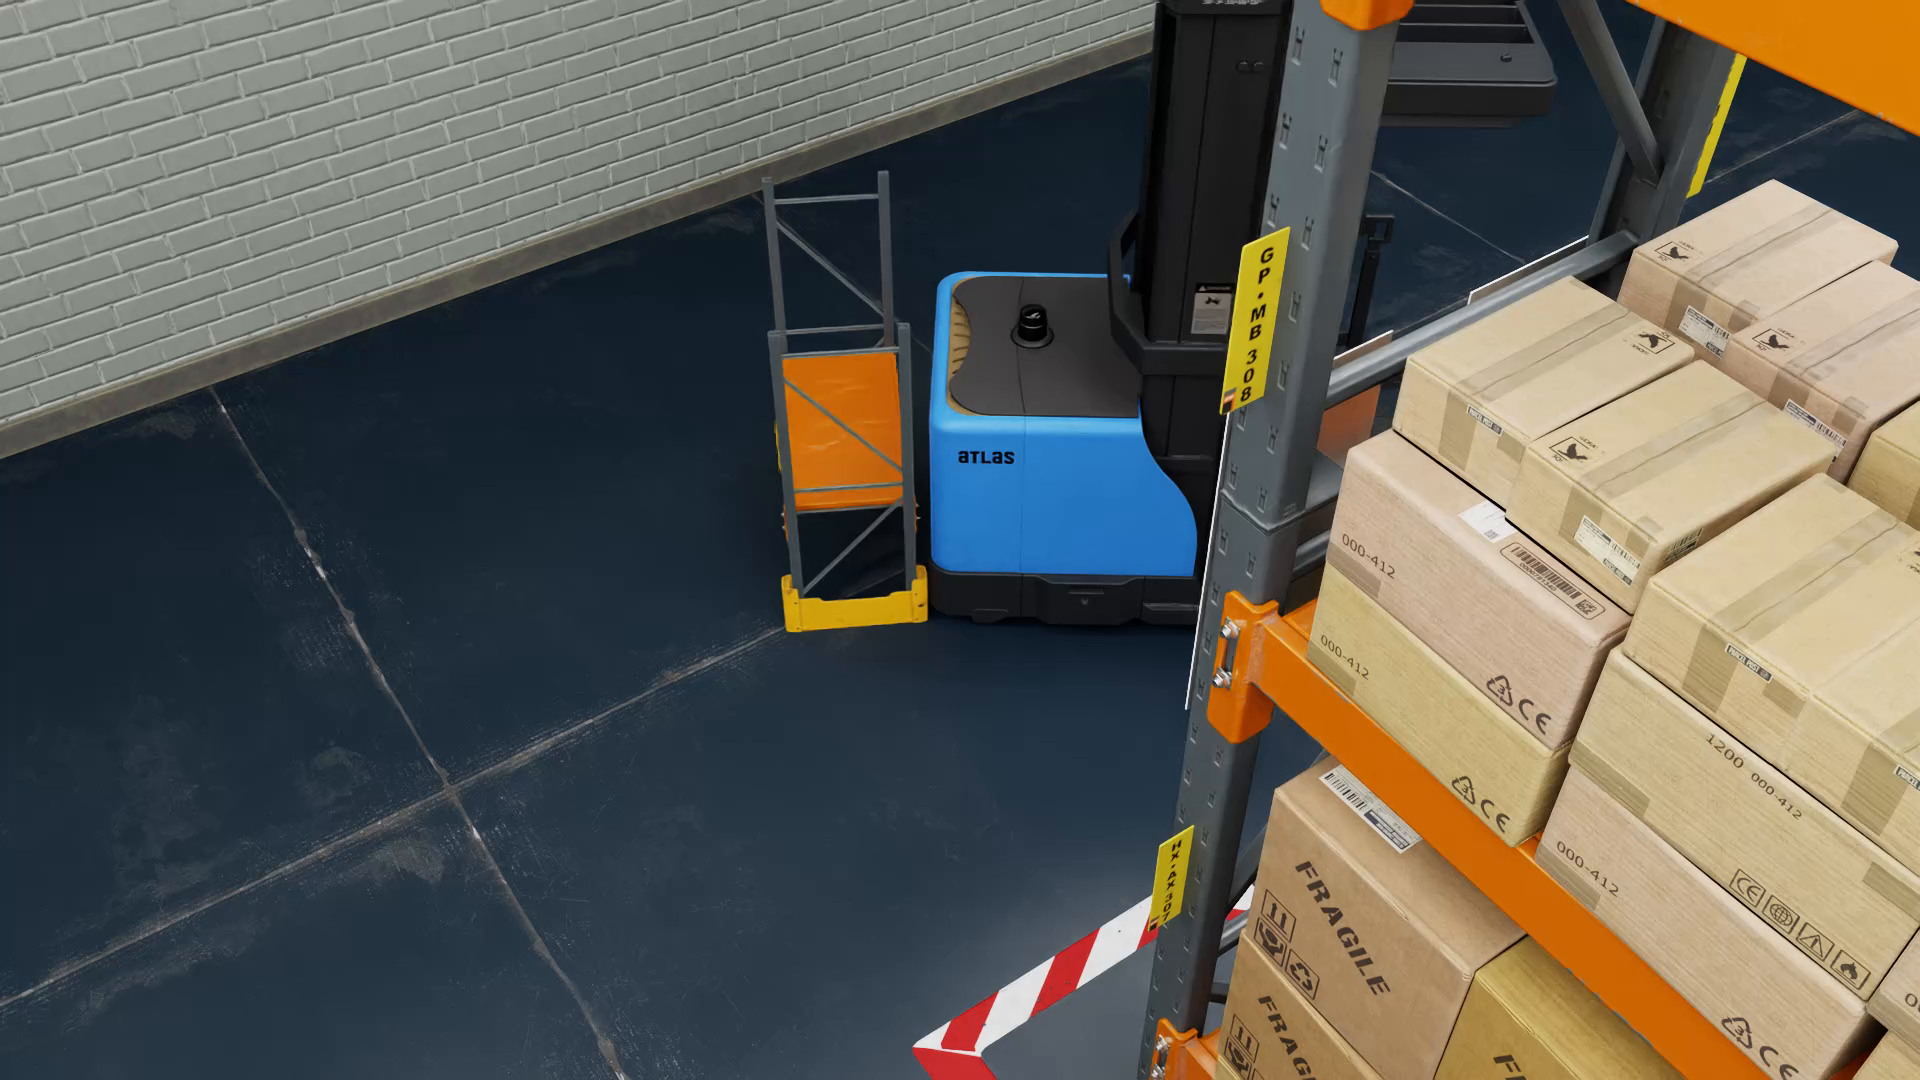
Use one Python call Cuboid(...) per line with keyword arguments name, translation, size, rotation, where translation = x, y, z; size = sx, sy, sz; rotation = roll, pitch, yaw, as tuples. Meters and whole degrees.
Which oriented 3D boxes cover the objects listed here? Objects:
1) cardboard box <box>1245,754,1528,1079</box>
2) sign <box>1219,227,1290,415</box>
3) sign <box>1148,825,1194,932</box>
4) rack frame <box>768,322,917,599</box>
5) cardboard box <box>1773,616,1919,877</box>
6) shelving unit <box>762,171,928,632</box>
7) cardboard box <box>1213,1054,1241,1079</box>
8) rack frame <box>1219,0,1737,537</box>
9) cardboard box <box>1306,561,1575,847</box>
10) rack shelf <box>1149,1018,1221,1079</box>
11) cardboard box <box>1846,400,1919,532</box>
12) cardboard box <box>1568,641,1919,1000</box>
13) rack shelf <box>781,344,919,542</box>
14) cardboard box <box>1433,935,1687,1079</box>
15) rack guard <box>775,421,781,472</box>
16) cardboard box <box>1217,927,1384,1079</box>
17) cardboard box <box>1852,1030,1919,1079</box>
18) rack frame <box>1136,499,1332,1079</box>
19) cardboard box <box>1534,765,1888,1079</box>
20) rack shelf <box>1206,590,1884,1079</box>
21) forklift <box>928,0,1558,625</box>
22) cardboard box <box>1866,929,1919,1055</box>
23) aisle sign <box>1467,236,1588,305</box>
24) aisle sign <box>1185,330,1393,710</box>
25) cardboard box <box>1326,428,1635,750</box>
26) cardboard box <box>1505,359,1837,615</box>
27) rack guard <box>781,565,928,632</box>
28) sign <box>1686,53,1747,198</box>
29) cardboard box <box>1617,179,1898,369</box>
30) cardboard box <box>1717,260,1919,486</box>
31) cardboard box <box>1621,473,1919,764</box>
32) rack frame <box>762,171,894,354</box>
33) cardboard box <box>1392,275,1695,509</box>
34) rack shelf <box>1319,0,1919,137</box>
Cuboid(name="cardboard box", translation=(0.949, 0.700, 3.324), size=(0.500, 0.500, 0.500), rotation=(-26, 49, -25))
Cuboid(name="sign", translation=(0.465, -0.341, 2.620), size=(0.100, 0.325, 0.005), rotation=(-26, 49, -24))
Cuboid(name="sign", translation=(0.465, 0.747, 3.659), size=(0.100, 0.325, 0.005), rotation=(-26, 49, -24))
Cuboid(name="rack frame", translation=(-0.425, -0.198, 6.362), size=(0.500, 1.500, 0.032), rotation=(-4, 44, -4))
Cuboid(name="cardboard box", translation=(1.274, 0.236, 2.107), size=(0.380, 0.149, 0.250), rotation=(-25, 49, -24))
Cuboid(name="shelving unit", translation=(-0.480, -0.553, 6.734), size=(0.587, 1.500, 1.083), rotation=(-4, 44, -4))
Cuboid(name="cardboard box", translation=(0.827, 1.250, 3.941), size=(0.380, 0.149, 0.250), rotation=(-26, 49, -25))
Cuboid(name="rack frame", translation=(0.910, -1.324, 2.111), size=(1.000, 3.000, 0.127), rotation=(-26, 49, -24))
Cuboid(name="cardboard box", translation=(0.957, 0.171, 2.826), size=(0.500, 0.250, 0.500), rotation=(-24, 49, -23))
Cuboid(name="rack shelf", translation=(2.054, 2.239, 3.244), size=(1.077, 0.370, 4.000), rotation=(-26, 49, -24))
Cuboid(name="cardboard box", translation=(1.550, -0.114, 2.474), size=(0.380, 0.149, 0.250), rotation=(-27, 50, -26))
Cuboid(name="cardboard box", translation=(1.248, 0.281, 2.349), size=(0.500, 0.250, 0.500), rotation=(-26, 50, -25))
Cuboid(name="rack shelf", translation=(-0.479, -0.417, 6.852), size=(0.538, 0.185, 1.000), rotation=(-4, 44, -4))
Cuboid(name="cardboard box", translation=(1.243, 0.983, 3.027), size=(0.500, 0.500, 0.500), rotation=(-24, 49, -23))
Cuboid(name="rack guard", translation=(-0.532, -0.443, 7.524), size=(0.587, 0.250, 0.087), rotation=(-4, 44, -4))
Cuboid(name="cardboard box", translation=(0.940, 1.066, 3.665), size=(0.500, 0.500, 0.500), rotation=(-23, 48, -23))
Cuboid(name="cardboard box", translation=(1.560, 0.757, 2.212), size=(0.500, 0.250, 0.500), rotation=(-27, 50, -26))
Cuboid(name="rack frame", translation=(0.910, 0.846, 4.182), size=(1.000, 3.000, 0.127), rotation=(-26, 49, -24))
Cuboid(name="cardboard box", translation=(1.255, 0.471, 2.512), size=(0.500, 0.250, 0.500), rotation=(-24, 49, -23))
Cuboid(name="rack shelf", translation=(2.054, 1.154, 2.209), size=(1.077, 0.370, 4.000), rotation=(-26, 49, -24))
Cuboid(name="forklift", translation=(1.397, -1.034, 6.202), size=(3.031, 2.935, 1.130), rotation=(1, 44, 1))
Cuboid(name="cardboard box", translation=(1.527, 0.572, 2.044), size=(0.500, 0.250, 0.500), rotation=(-25, 49, -24))
Cuboid(name="aisle sign", translation=(1.114, -0.254, 3.452), size=(0.394, 0.787, 0.004), rotation=(-26, 49, -24))
Cuboid(name="aisle sign", translation=(0.622, -0.017, 3.204), size=(0.394, 0.787, 0.004), rotation=(-26, 49, -24))
Cuboid(name="cardboard box", translation=(0.954, -0.009, 2.652), size=(0.500, 0.250, 0.500), rotation=(-25, 49, -24))
Cuboid(name="cardboard box", translation=(1.040, -0.085, 2.443), size=(0.380, 0.149, 0.250), rotation=(-24, 49, -23))
Cuboid(name="rack guard", translation=(-0.427, 0.241, 6.808), size=(0.587, 0.250, 0.087), rotation=(-4, 44, -4))
Cuboid(name="sign", translation=(1.377, -0.767, 3.059), size=(0.100, 0.325, 0.005), rotation=(-26, 49, -24))
Cuboid(name="cardboard box", translation=(1.341, -0.438, 2.813), size=(0.380, 0.149, 0.250), rotation=(-26, 50, -25))
Cuboid(name="cardboard box", translation=(1.420, -0.268, 2.635), size=(0.380, 0.149, 0.250), rotation=(-25, 49, -24))
Cuboid(name="cardboard box", translation=(1.135, 0.098, 2.252), size=(0.380, 0.149, 0.250), rotation=(-26, 49, -24))
Cuboid(name="rack frame", translation=(-0.532, -0.896, 7.093), size=(0.500, 1.500, 0.032), rotation=(-4, 44, -4))
Cuboid(name="cardboard box", translation=(0.909, -0.236, 2.602), size=(0.380, 0.149, 0.250), rotation=(-26, 49, -25))
Cuboid(name="rack shelf", translation=(2.054, 0.070, 1.174), size=(1.077, 0.370, 4.000), rotation=(-26, 49, -24))
